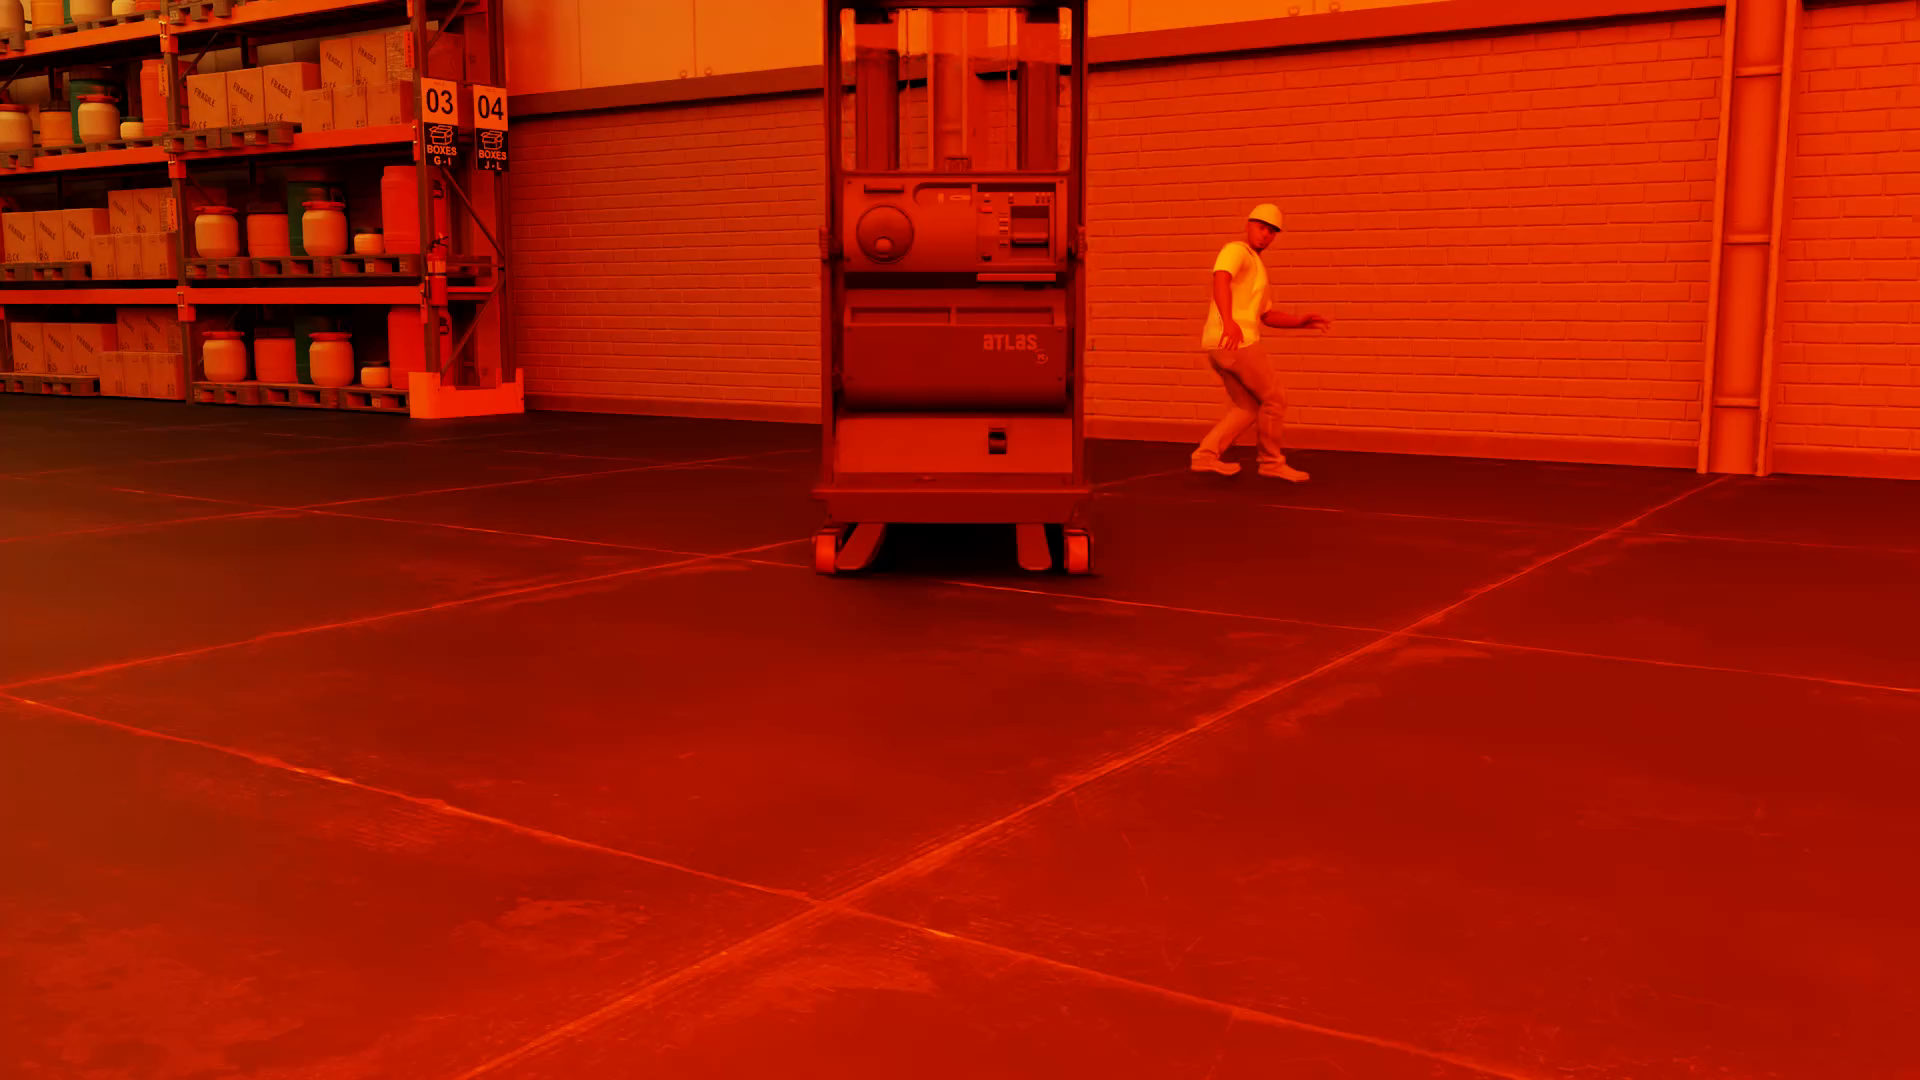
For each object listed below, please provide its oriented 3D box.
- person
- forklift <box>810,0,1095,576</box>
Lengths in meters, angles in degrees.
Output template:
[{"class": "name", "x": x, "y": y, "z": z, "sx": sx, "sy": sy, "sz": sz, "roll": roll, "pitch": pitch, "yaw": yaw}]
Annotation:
[{"class": "person", "x": 1.785, "y": -1.146, "z": 9.740, "sx": 0.831, "sy": 1.639, "sz": 0.850, "roll": 0, "pitch": 8, "yaw": -2}, {"class": "forklift", "x": -0.023, "y": -1.351, "z": 6.694, "sx": 1.130, "sy": 2.935, "sz": 3.031, "roll": 0, "pitch": 8, "yaw": 1}]
